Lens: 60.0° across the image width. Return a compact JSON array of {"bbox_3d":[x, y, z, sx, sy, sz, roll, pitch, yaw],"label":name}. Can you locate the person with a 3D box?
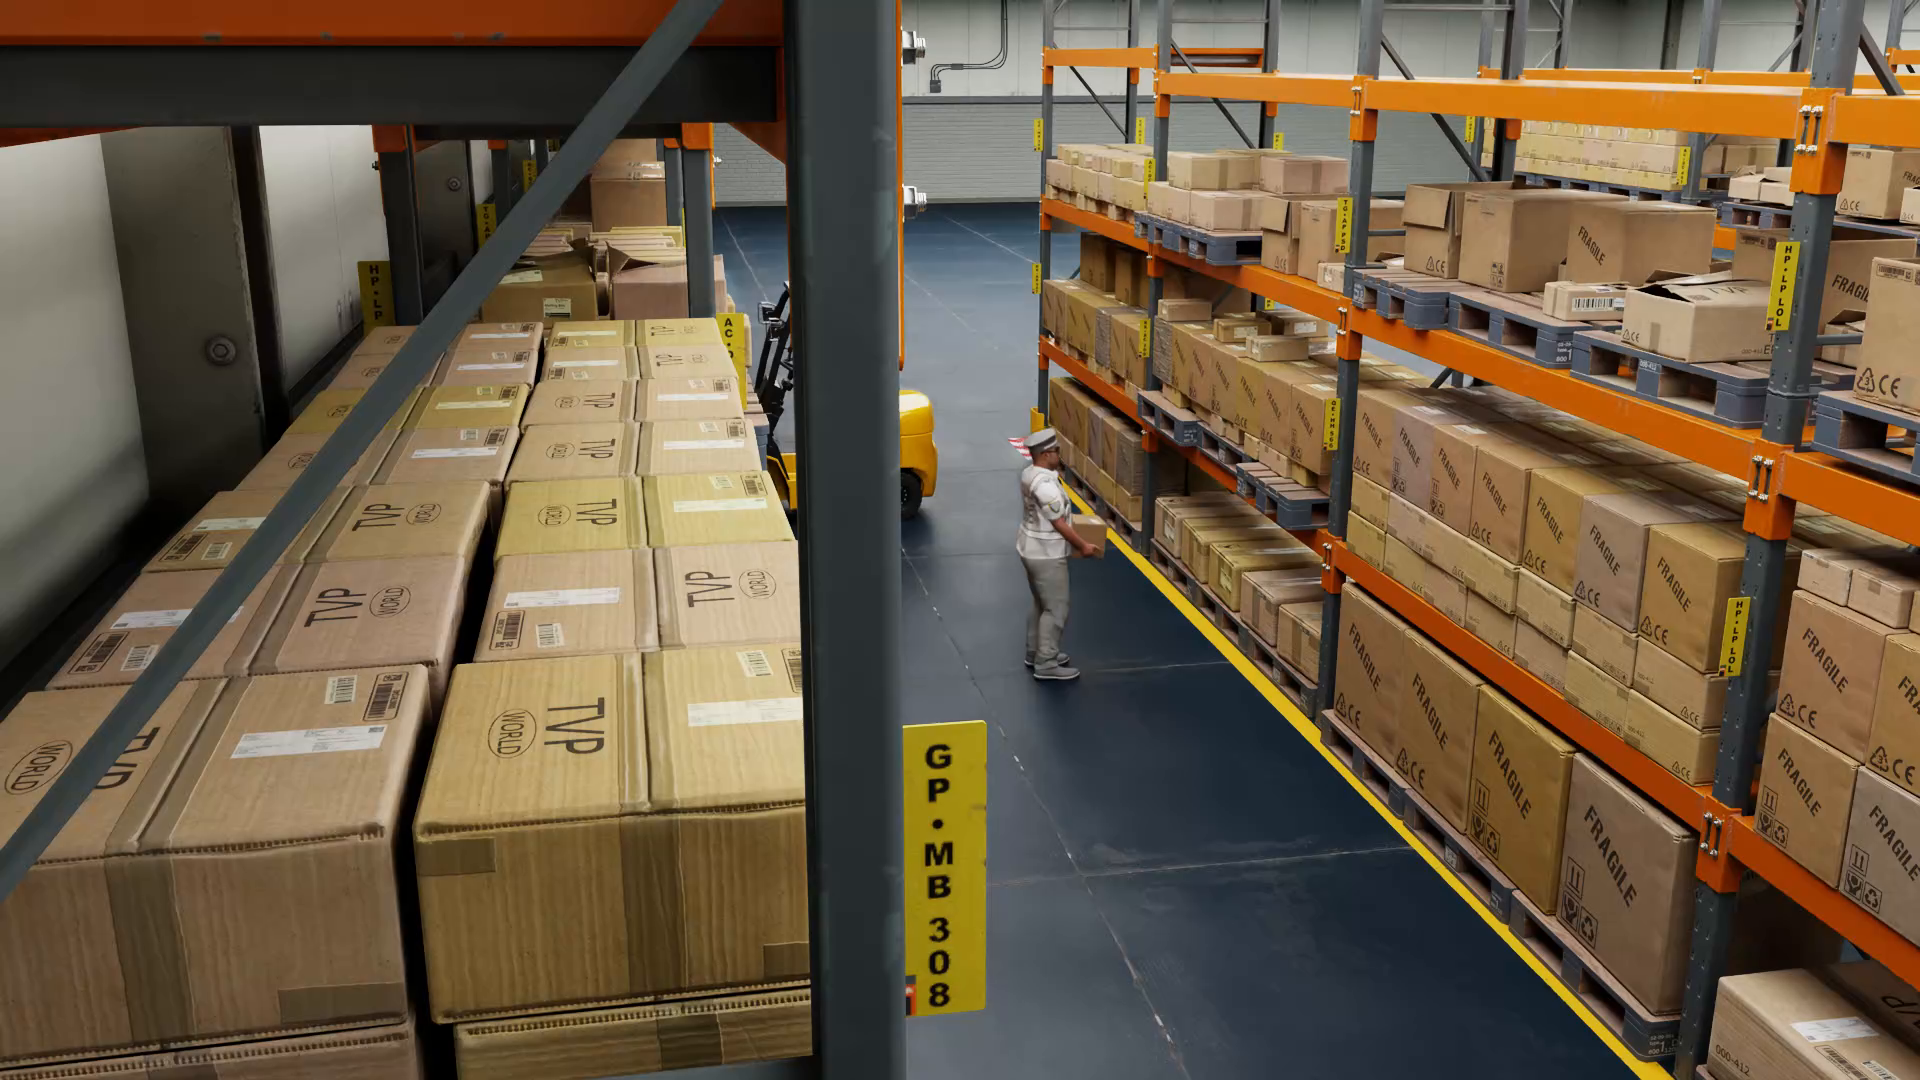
[{"bbox_3d":[0.684,0.080,11.699,0.557,1.774,0.514,-3,17,-11],"label":"person"}]
